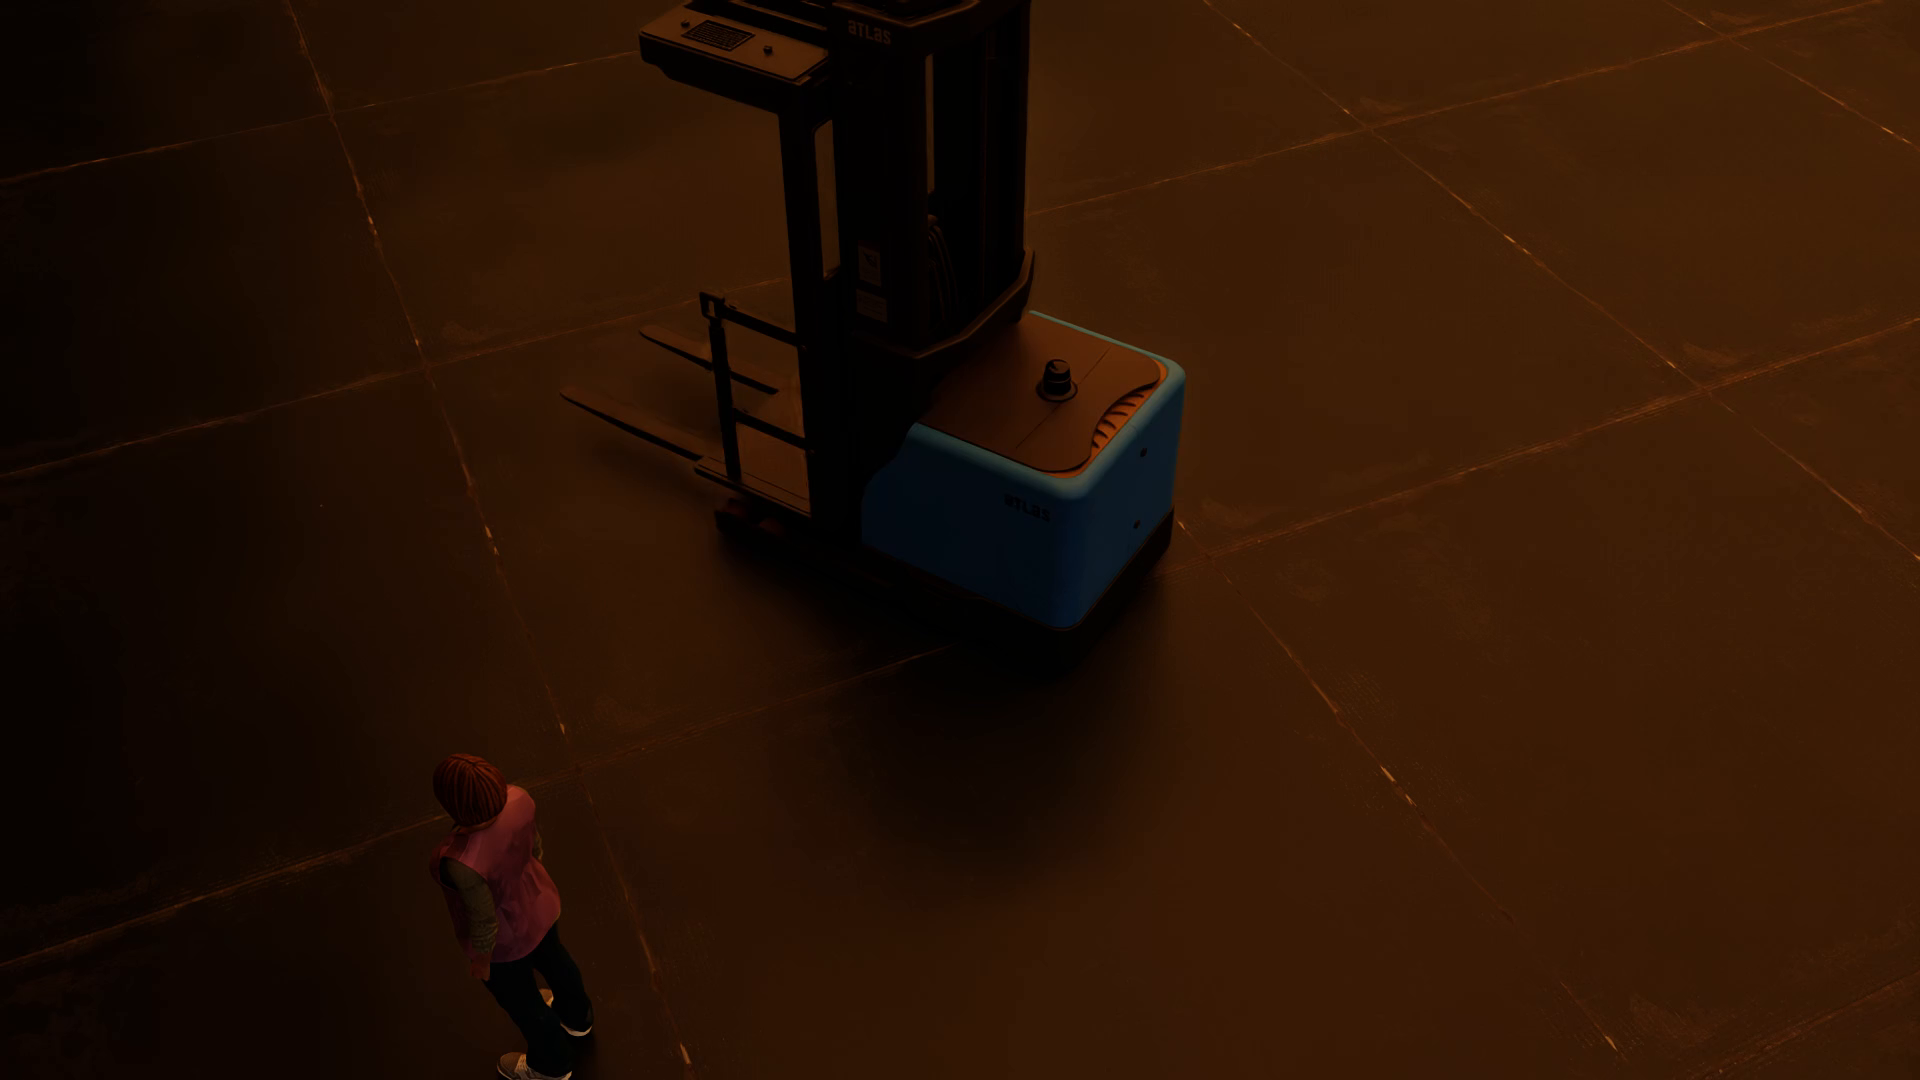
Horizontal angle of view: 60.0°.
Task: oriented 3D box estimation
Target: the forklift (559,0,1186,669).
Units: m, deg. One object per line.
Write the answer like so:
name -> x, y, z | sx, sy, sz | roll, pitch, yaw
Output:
forklift -> -0.546, -1.290, 7.062 | 3.031, 2.935, 1.130 | 23, 48, 23

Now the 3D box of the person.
person -> -1.450, 1.225, 5.343 | 0.319, 1.603, 0.405 | 13, 45, 14
